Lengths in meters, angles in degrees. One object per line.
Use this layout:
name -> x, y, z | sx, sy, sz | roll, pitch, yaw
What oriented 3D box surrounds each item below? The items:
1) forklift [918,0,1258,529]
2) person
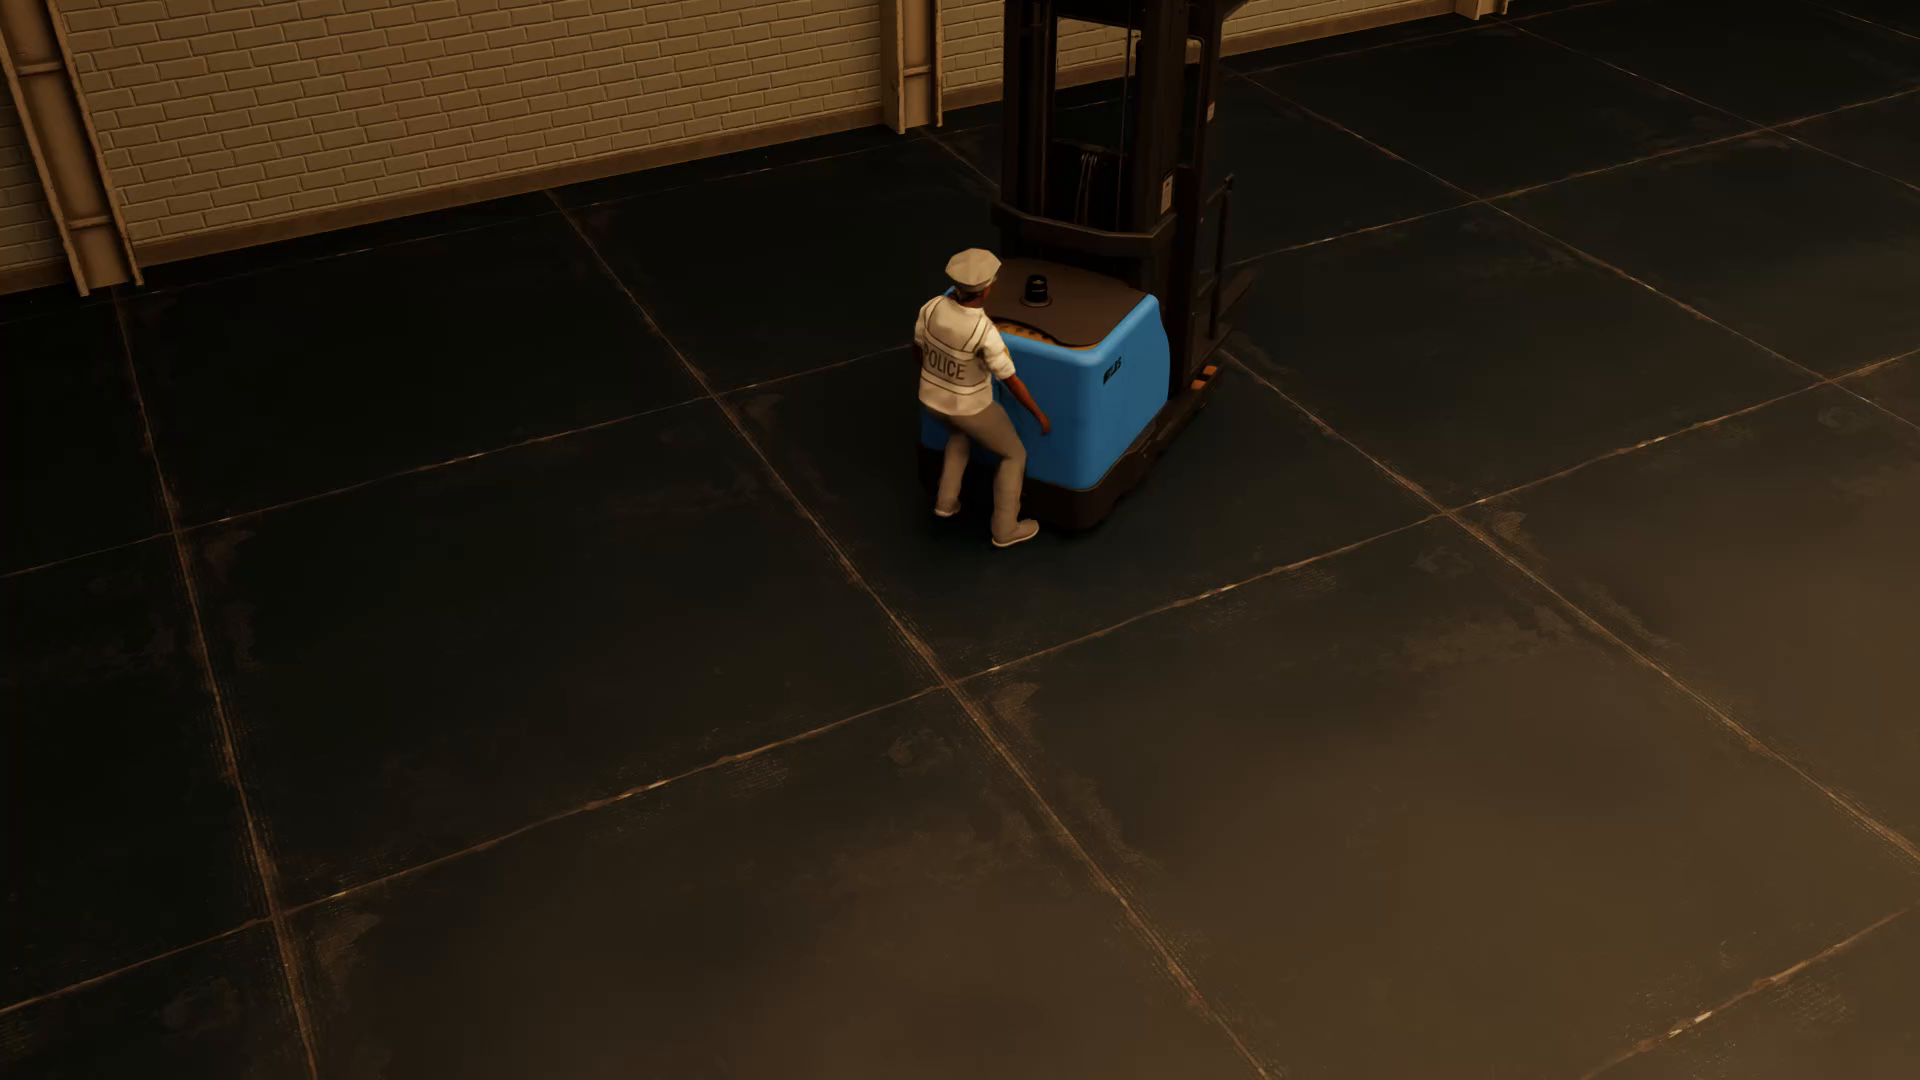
forklift -> 0.915, -2.083, 9.070 | 1.130, 2.935, 3.031 | 17, 39, 23
person -> 0.092, -0.715, 8.303 | 0.732, 1.580, 0.461 | 23, 41, 28
